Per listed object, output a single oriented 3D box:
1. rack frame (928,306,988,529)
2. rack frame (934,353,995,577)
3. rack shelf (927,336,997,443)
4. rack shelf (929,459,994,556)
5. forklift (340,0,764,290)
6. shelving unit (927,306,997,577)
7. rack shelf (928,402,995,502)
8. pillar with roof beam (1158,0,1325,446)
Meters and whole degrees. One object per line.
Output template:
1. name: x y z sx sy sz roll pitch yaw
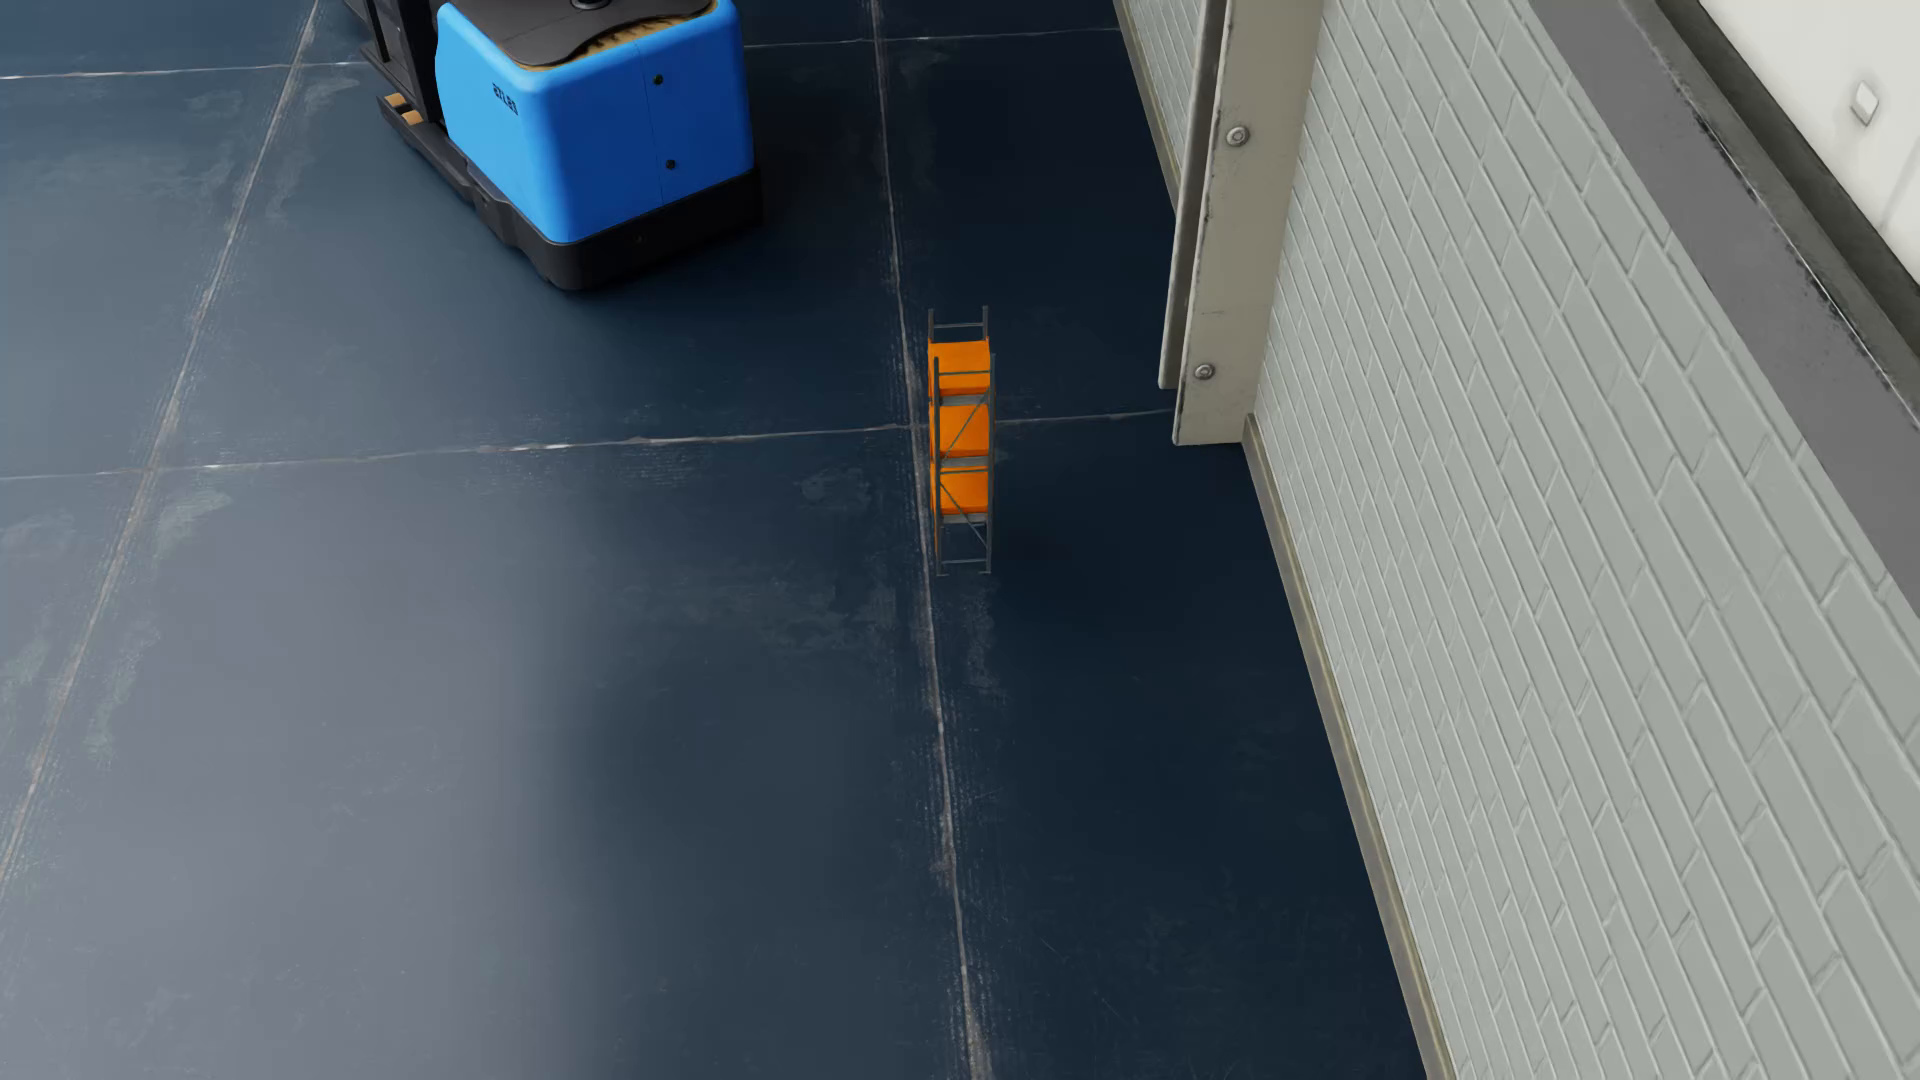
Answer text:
1. rack frame: -0.006 -0.411 5.916 0.200 1.050 0.008 -3 47 -3
2. rack frame: 0.015 -0.234 5.749 0.200 1.050 0.008 -3 47 -3
3. rack shelf: 0.004 -0.510 5.634 0.215 0.259 0.240 -3 47 -3
4. rack shelf: 0.004 -0.124 6.042 0.215 0.259 0.240 -3 47 -3
5. forklift: -2.185 -3.110 7.176 1.130 2.935 3.031 -29 53 -24
6. shelving unit: 0.004 -0.322 5.832 0.215 1.050 0.252 -3 47 -3
7. rack shelf: 0.004 -0.315 5.840 0.215 0.259 0.240 -3 47 -3
8. pillar with roof beam: -3.302 -3.361 3.235 9.100 9.000 0.400 -3 47 -3
